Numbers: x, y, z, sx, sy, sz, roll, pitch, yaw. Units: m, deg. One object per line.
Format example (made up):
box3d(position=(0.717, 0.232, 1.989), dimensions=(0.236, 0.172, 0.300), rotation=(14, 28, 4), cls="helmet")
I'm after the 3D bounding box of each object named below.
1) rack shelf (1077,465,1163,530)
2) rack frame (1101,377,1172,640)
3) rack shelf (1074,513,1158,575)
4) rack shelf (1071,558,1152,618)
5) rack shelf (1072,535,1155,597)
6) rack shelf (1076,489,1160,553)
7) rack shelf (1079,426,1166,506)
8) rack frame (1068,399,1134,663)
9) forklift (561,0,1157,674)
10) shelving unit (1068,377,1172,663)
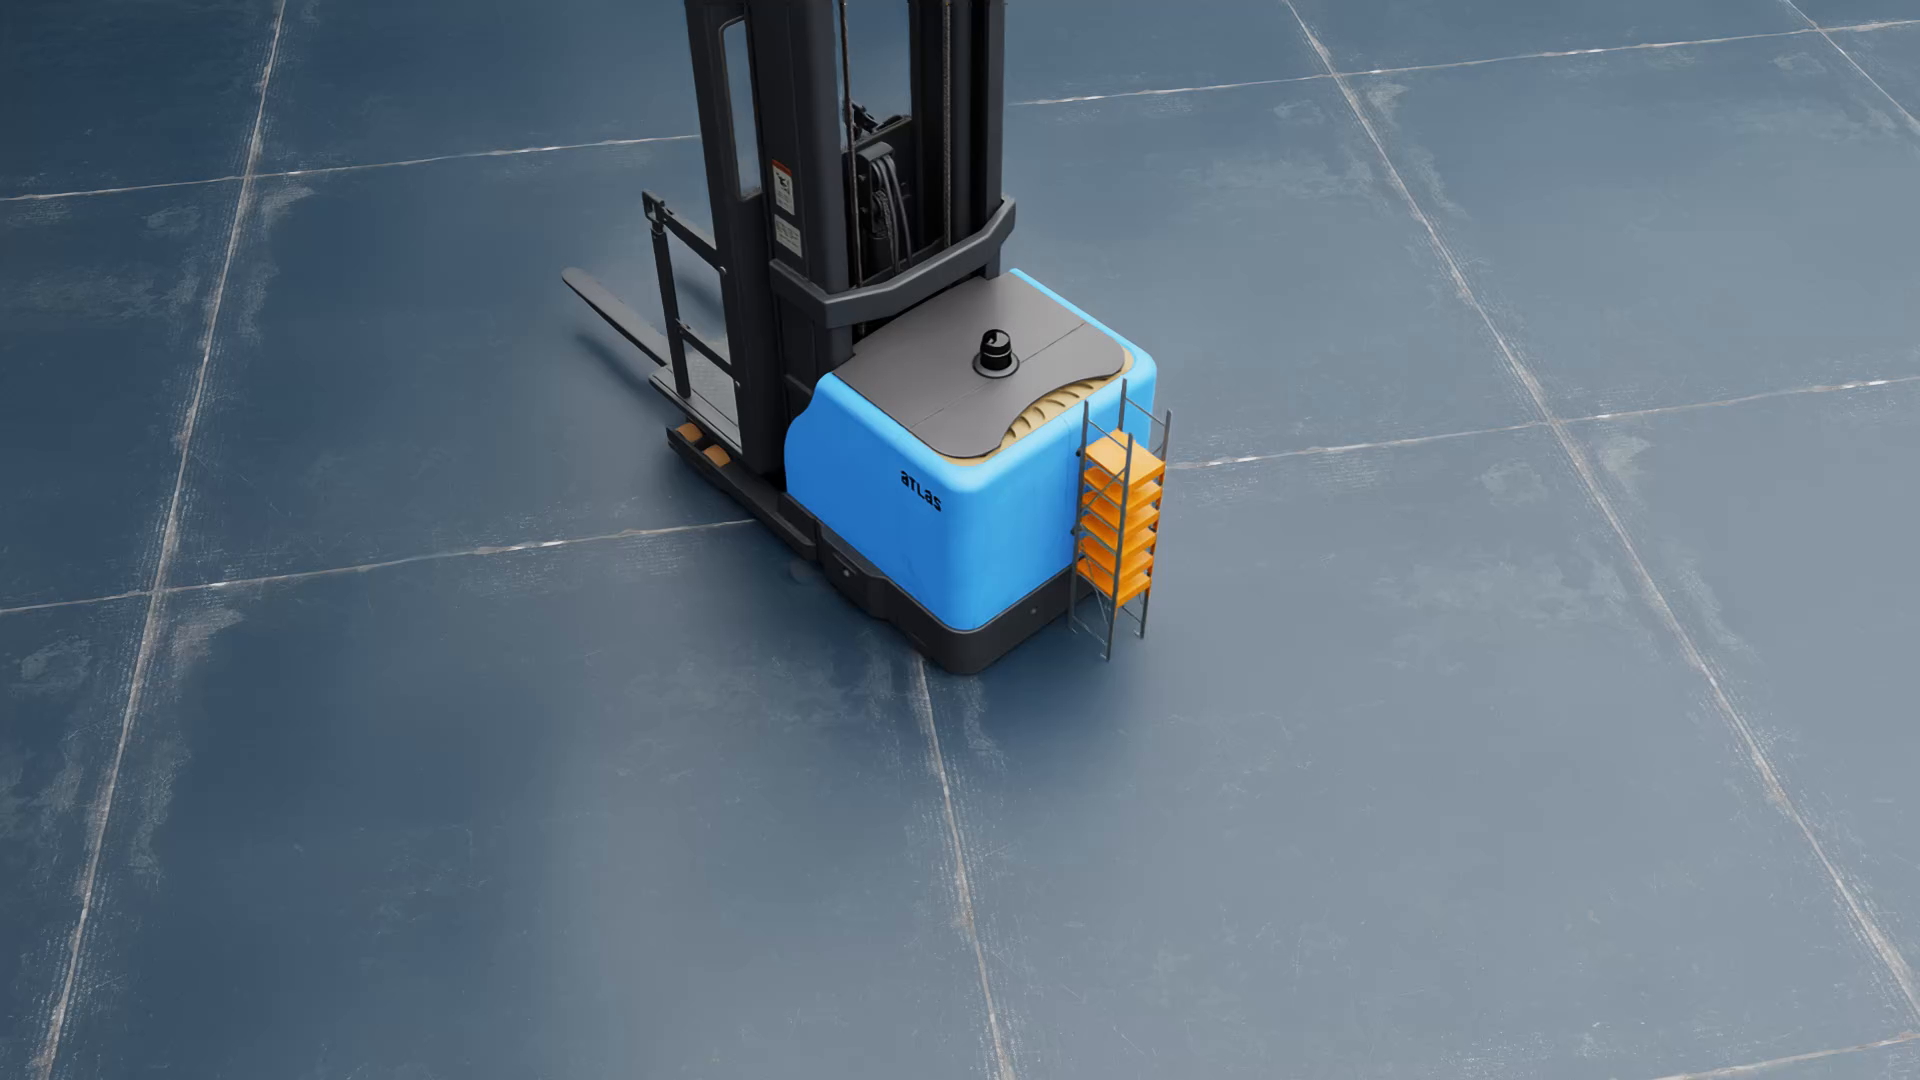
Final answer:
box3d(position=(0.578, -0.182, 6.014), dimensions=(0.180, 0.103, 0.258), rotation=(-31, 54, -27), cls="rack shelf")
box3d(position=(0.648, -0.089, 6.195), dimensions=(0.006, 1.200, 0.240), rotation=(-31, 54, -27), cls="rack frame")
box3d(position=(0.578, -0.015, 6.186), dimensions=(0.180, 0.103, 0.258), rotation=(-31, 54, -27), cls="rack shelf")
box3d(position=(0.578, 0.151, 6.359), dimensions=(0.180, 0.103, 0.258), rotation=(-31, 54, -27), cls="rack shelf")
box3d(position=(0.578, 0.068, 6.273), dimensions=(0.180, 0.103, 0.258), rotation=(-31, 54, -27), cls="rack shelf")
box3d(position=(0.578, -0.099, 6.100), dimensions=(0.180, 0.103, 0.258), rotation=(-31, 54, -27), cls="rack shelf")
box3d(position=(0.578, -0.265, 5.927), dimensions=(0.180, 0.103, 0.258), rotation=(-31, 54, -27), cls="rack shelf")
box3d(position=(0.508, -0.004, 6.113), dimensions=(0.006, 1.200, 0.240), rotation=(-31, 54, -27), cls="rack frame")
box3d(position=(-0.622, -1.483, 6.336), dimensions=(1.130, 2.935, 3.031), rotation=(-33, 55, -28), cls="forklift")
box3d(position=(0.578, -0.046, 6.154), dimensions=(0.189, 1.200, 0.258), rotation=(-31, 54, -27), cls="shelving unit")
